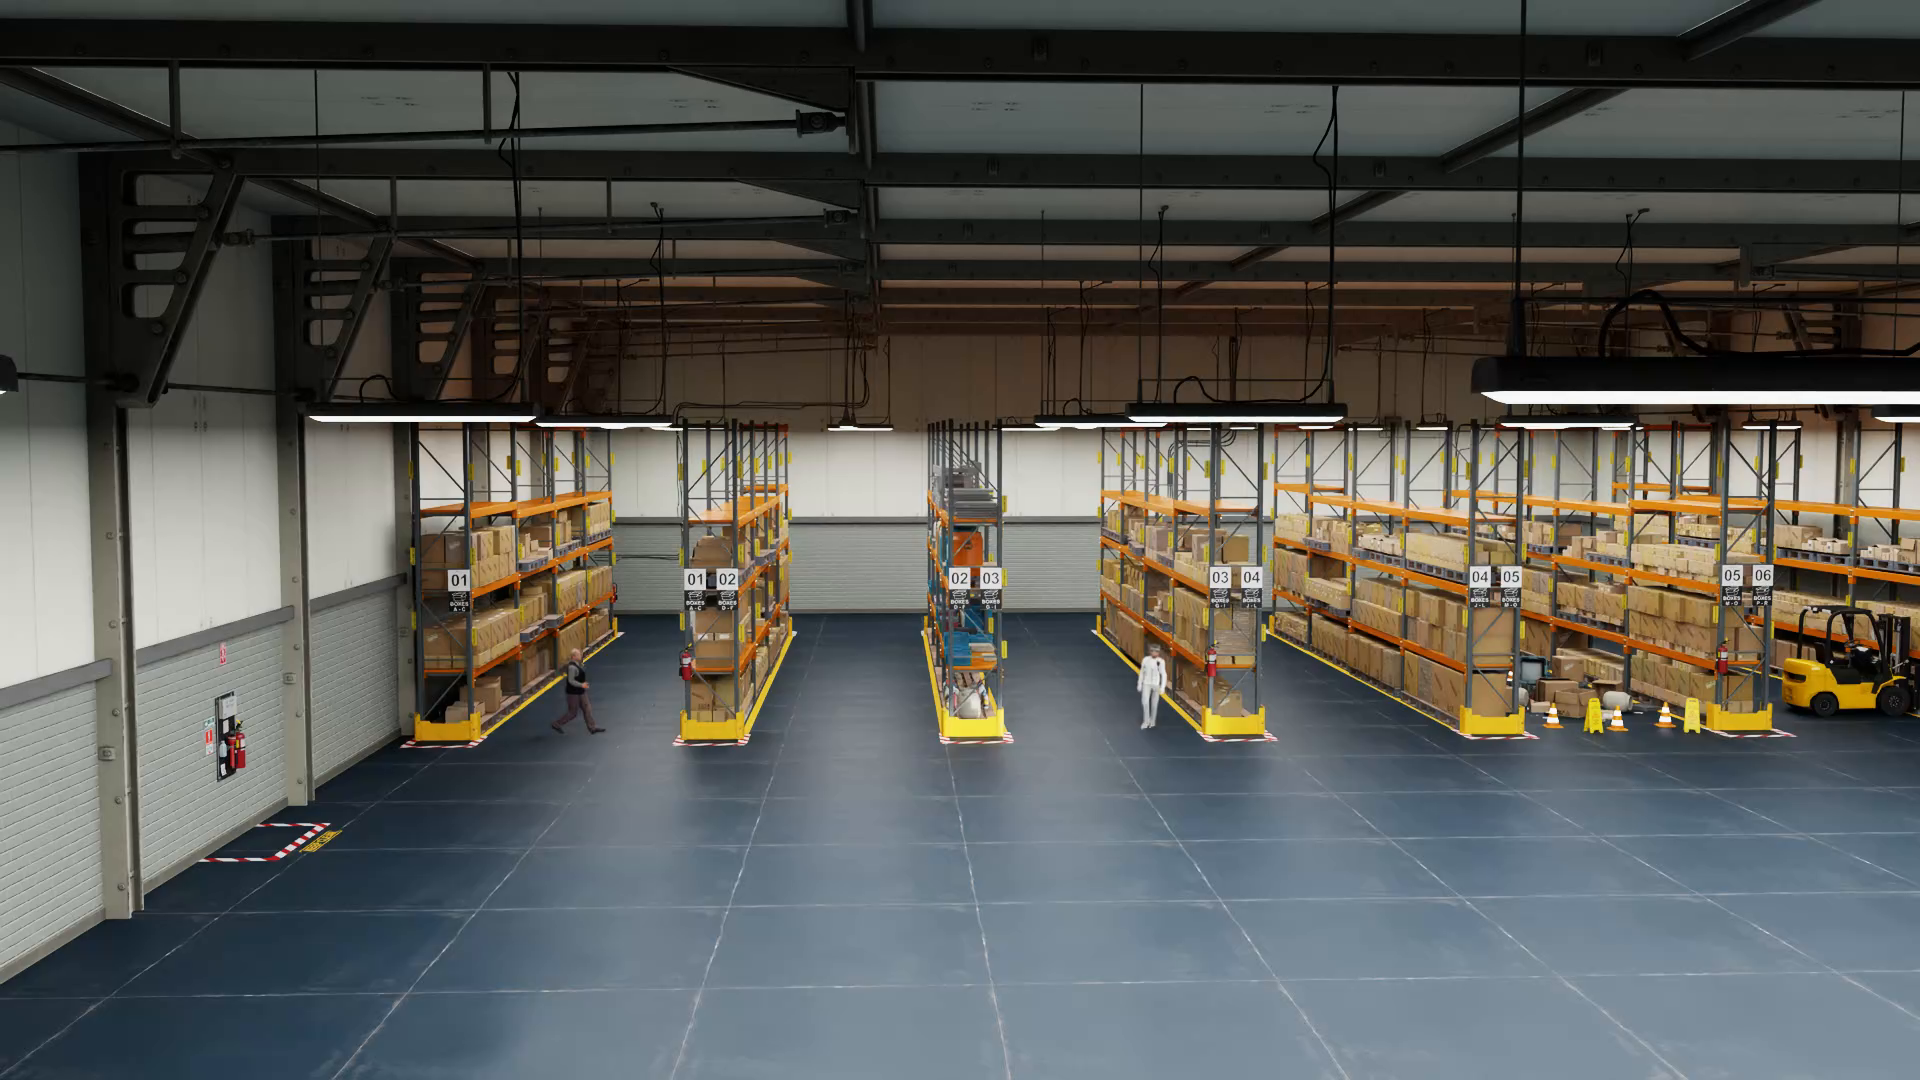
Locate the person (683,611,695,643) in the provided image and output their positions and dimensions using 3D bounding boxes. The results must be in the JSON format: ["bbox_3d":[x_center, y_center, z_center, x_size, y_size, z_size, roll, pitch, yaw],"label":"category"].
[{"bbox_3d":[-6.603,2.197,41.610,0.709,1.741,0.582,0,4,-6],"label":"person"}]

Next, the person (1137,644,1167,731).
[{"bbox_3d":[3.715,2.841,32.184,0.556,1.677,0.543,0,4,5],"label":"person"}]

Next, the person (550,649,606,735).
[{"bbox_3d":[-7.182,2.857,31.132,1.023,1.666,0.699,0,4,0],"label":"person"}]
